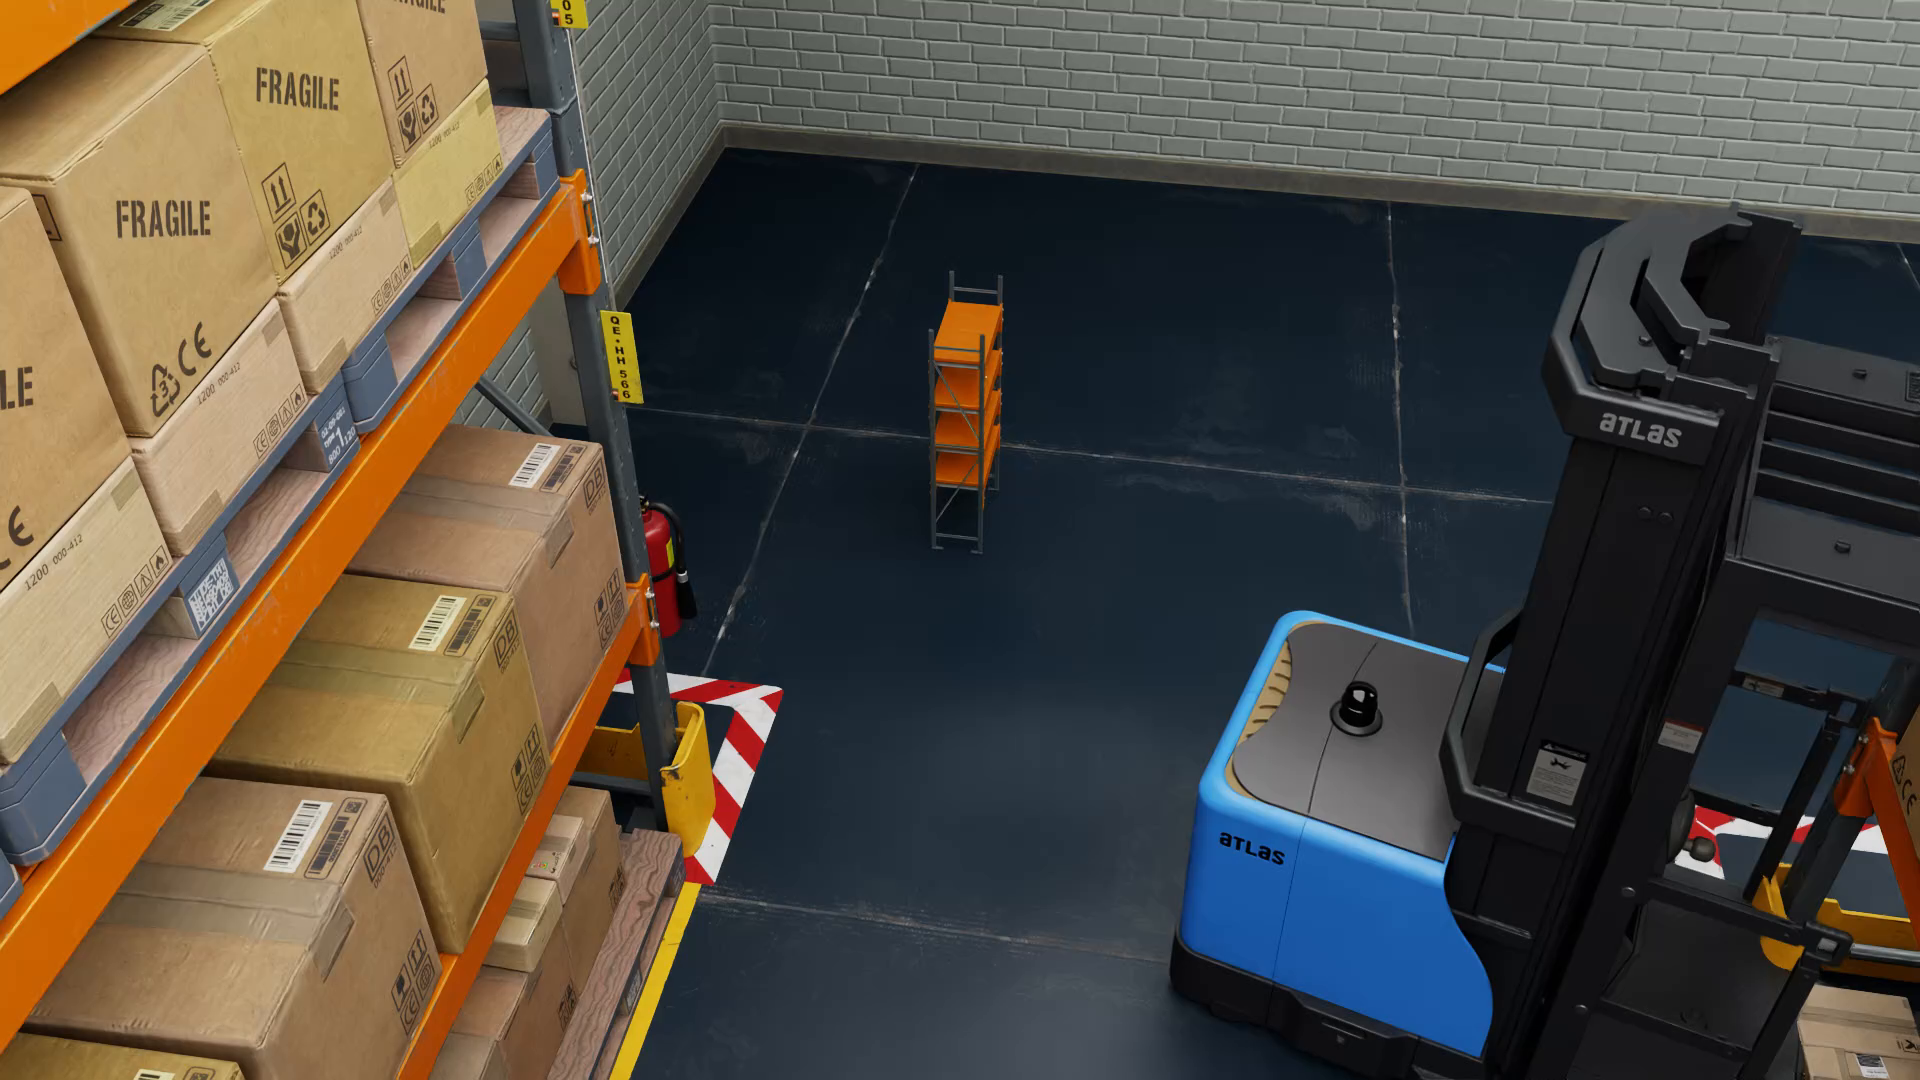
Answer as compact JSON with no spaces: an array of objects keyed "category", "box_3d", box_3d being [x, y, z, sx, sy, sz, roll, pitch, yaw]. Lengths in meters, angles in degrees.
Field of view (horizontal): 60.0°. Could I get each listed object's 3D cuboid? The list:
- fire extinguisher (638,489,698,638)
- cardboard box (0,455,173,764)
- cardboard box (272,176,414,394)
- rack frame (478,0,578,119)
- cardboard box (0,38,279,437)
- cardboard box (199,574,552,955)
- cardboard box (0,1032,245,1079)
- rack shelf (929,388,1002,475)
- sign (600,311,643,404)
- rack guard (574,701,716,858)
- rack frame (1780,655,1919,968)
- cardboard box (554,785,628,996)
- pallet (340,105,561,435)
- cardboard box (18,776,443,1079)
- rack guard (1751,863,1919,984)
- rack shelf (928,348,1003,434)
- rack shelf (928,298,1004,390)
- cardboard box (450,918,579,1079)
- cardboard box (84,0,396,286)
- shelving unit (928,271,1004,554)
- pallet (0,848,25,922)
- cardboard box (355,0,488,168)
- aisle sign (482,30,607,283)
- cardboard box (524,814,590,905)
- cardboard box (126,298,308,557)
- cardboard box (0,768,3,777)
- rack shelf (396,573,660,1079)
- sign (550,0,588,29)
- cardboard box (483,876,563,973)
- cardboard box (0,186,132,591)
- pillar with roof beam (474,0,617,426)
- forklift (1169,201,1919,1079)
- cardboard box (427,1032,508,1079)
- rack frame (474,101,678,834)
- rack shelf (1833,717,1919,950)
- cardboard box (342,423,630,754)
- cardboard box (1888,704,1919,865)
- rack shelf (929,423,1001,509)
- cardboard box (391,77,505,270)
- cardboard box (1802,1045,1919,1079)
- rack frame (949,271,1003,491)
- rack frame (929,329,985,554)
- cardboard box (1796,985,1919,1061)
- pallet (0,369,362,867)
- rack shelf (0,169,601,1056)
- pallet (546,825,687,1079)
[{"category":"fire extinguisher","box_3d":[-1.084,0.044,5.793,0.296,0.674,0.183,6,40,8]},{"category":"cardboard box","box_3d":[-1.694,0.080,2.751,0.500,0.250,0.500,5,40,6]},{"category":"cardboard box","box_3d":[-1.519,-0.569,3.536,0.500,0.250,0.500,5,40,6]},{"category":"rack frame","box_3d":[-1.565,-2.398,3.685,1.000,3.000,0.127,6,40,8]},{"category":"cardboard box","box_3d":[-1.602,-0.543,2.917,0.500,0.500,0.500,5,40,6]},{"category":"cardboard box","box_3d":[-1.758,0.578,4.559,0.980,0.700,0.700,6,40,7]},{"category":"cardboard box","box_3d":[-2.015,1.513,3.428,0.980,0.700,0.700,5,40,7]},{"category":"rack shelf","box_3d":[0.029,-0.514,7.633,0.258,0.148,0.480,6,40,8]},{"category":"sign","box_3d":[-1.033,-0.555,5.069,0.100,0.325,0.005,6,40,8]},{"category":"rack guard","box_3d":[-1.561,0.862,6.411,1.175,0.500,0.348,6,40,8]},{"category":"rack frame","box_3d":[3.315,0.458,4.939,1.000,3.000,0.127,6,40,8]},{"category":"cardboard box","box_3d":[-1.588,1.166,5.715,0.700,0.500,0.500,6,40,8]},{"category":"pallet","box_3d":[-1.683,-0.741,4.105,1.003,0.211,1.213,6,40,8]},{"category":"cardboard box","box_3d":[-1.899,1.055,3.981,0.980,0.700,0.700,5,40,6]},{"category":"rack guard","box_3d":[3.301,1.469,5.678,1.175,0.500,0.348,6,40,8]},{"category":"rack shelf","box_3d":[0.029,-0.687,7.491,0.258,0.148,0.480,6,40,8]},{"category":"rack shelf","box_3d":[0.029,-0.869,7.340,0.258,0.148,0.480,6,40,8]},{"category":"cardboard box","box_3d":[-1.674,1.480,5.335,0.700,0.500,0.500,6,40,8]},{"category":"cardboard box","box_3d":[-1.520,-0.871,3.314,0.500,0.500,0.500,8,40,9]},{"category":"shelving unit","box_3d":[0.029,-0.566,7.590,0.258,1.200,0.503,6,40,8]},{"category":"pallet","box_3d":[-2.105,0.790,2.252,1.003,0.211,1.213,6,40,8]},{"category":"cardboard box","box_3d":[-1.423,-1.184,3.692,0.500,0.500,0.500,6,40,8]},{"category":"aisle sign","box_3d":[-1.257,-1.100,4.783,0.394,0.787,0.004,6,40,8]},{"category":"cardboard box","box_3d":[-1.430,1.017,5.386,0.380,0.149,0.250,6,40,7]},{"category":"cardboard box","box_3d":[-1.604,-0.242,3.141,0.500,0.250,0.500,5,40,6]},{"category":"cardboard box","box_3d":[-1.776,0.403,2.361,0.500,0.250,0.500,6,40,7]},{"category":"rack shelf","box_3d":[-1.911,1.447,4.308,1.077,0.370,4.000,6,40,8]},{"category":"sign","box_3d":[-1.033,-1.484,4.301,0.100,0.325,0.005,6,40,8]},{"category":"cardboard box","box_3d":[-1.474,1.177,5.192,0.380,0.149,0.250,7,40,9]},{"category":"cardboard box","box_3d":[-1.695,-0.214,2.518,0.500,0.500,0.500,7,40,8]},{"category":"pillar with roof beam","box_3d":[2.290,-3.713,5.276,9.100,9.000,0.400,6,40,8]},{"category":"forklift","box_3d":[2.298,0.605,4.815,3.031,2.935,1.130,17,42,19]},{"category":"cardboard box","box_3d":[-1.760,1.796,4.953,0.700,0.500,0.500,5,40,6]},{"category":"rack frame","box_3d":[-1.565,-0.086,5.597,1.000,3.000,0.127,6,40,8]},{"category":"rack shelf","box_3d":[2.969,1.990,3.650,1.077,0.370,4.000,6,40,8]},{"category":"cardboard box","box_3d":[-1.643,0.120,5.113,0.980,0.700,0.700,8,40,10]},{"category":"cardboard box","box_3d":[2.978,0.669,4.605,0.500,0.500,0.500,7,40,9]},{"category":"rack shelf","box_3d":[0.029,-0.361,7.760,0.258,0.148,0.480,6,40,8]},{"category":"cardboard box","box_3d":[-1.430,-0.896,3.932,0.500,0.250,0.500,8,40,9]},{"category":"cardboard box","box_3d":[2.860,1.762,5.240,0.380,0.166,0.250,6,40,8]},{"category":"rack frame","box_3d":[0.071,-0.719,7.775,0.240,1.200,0.015,6,40,8]},{"category":"rack frame","box_3d":[-0.014,-0.413,7.405,0.240,1.200,0.015,6,40,8]},{"category":"cardboard box","box_3d":[2.904,1.612,5.435,0.380,0.149,0.250,6,40,8]},{"category":"pallet","box_3d":[-1.892,0.027,3.176,1.003,0.211,1.213,6,40,8]},{"category":"rack shelf","box_3d":[-1.911,0.290,3.352,1.077,0.370,4.000,6,40,8]},{"category":"pallet","box_3d":[-1.626,1.499,5.868,1.003,0.211,1.213,6,40,8]}]
